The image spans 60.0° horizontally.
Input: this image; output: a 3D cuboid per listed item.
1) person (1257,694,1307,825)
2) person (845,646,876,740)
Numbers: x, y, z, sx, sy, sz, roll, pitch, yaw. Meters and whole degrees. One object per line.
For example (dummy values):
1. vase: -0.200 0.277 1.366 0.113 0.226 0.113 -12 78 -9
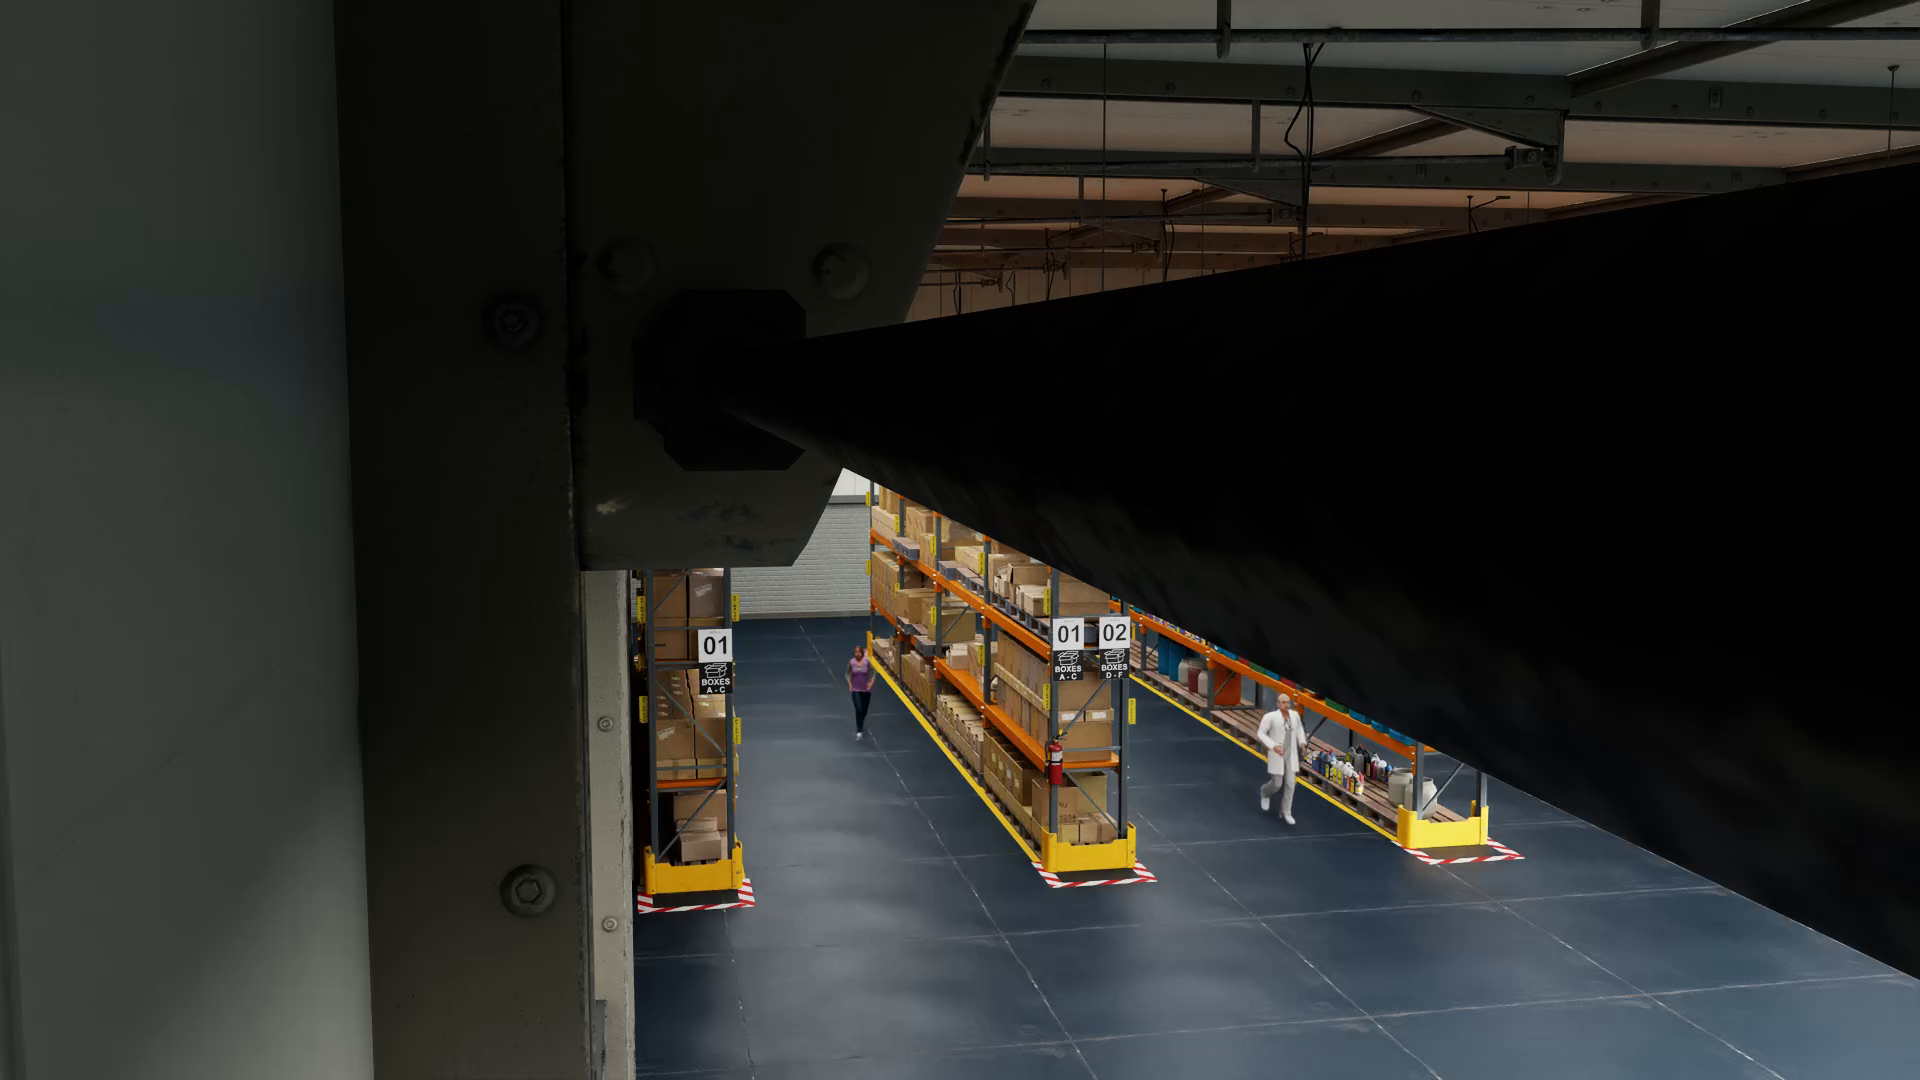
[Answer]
1. person: 4.507 3.029 23.317 0.737 1.775 0.836 -1 6 -14
2. person: -1.701 2.587 28.506 0.540 1.583 0.674 0 6 -4
